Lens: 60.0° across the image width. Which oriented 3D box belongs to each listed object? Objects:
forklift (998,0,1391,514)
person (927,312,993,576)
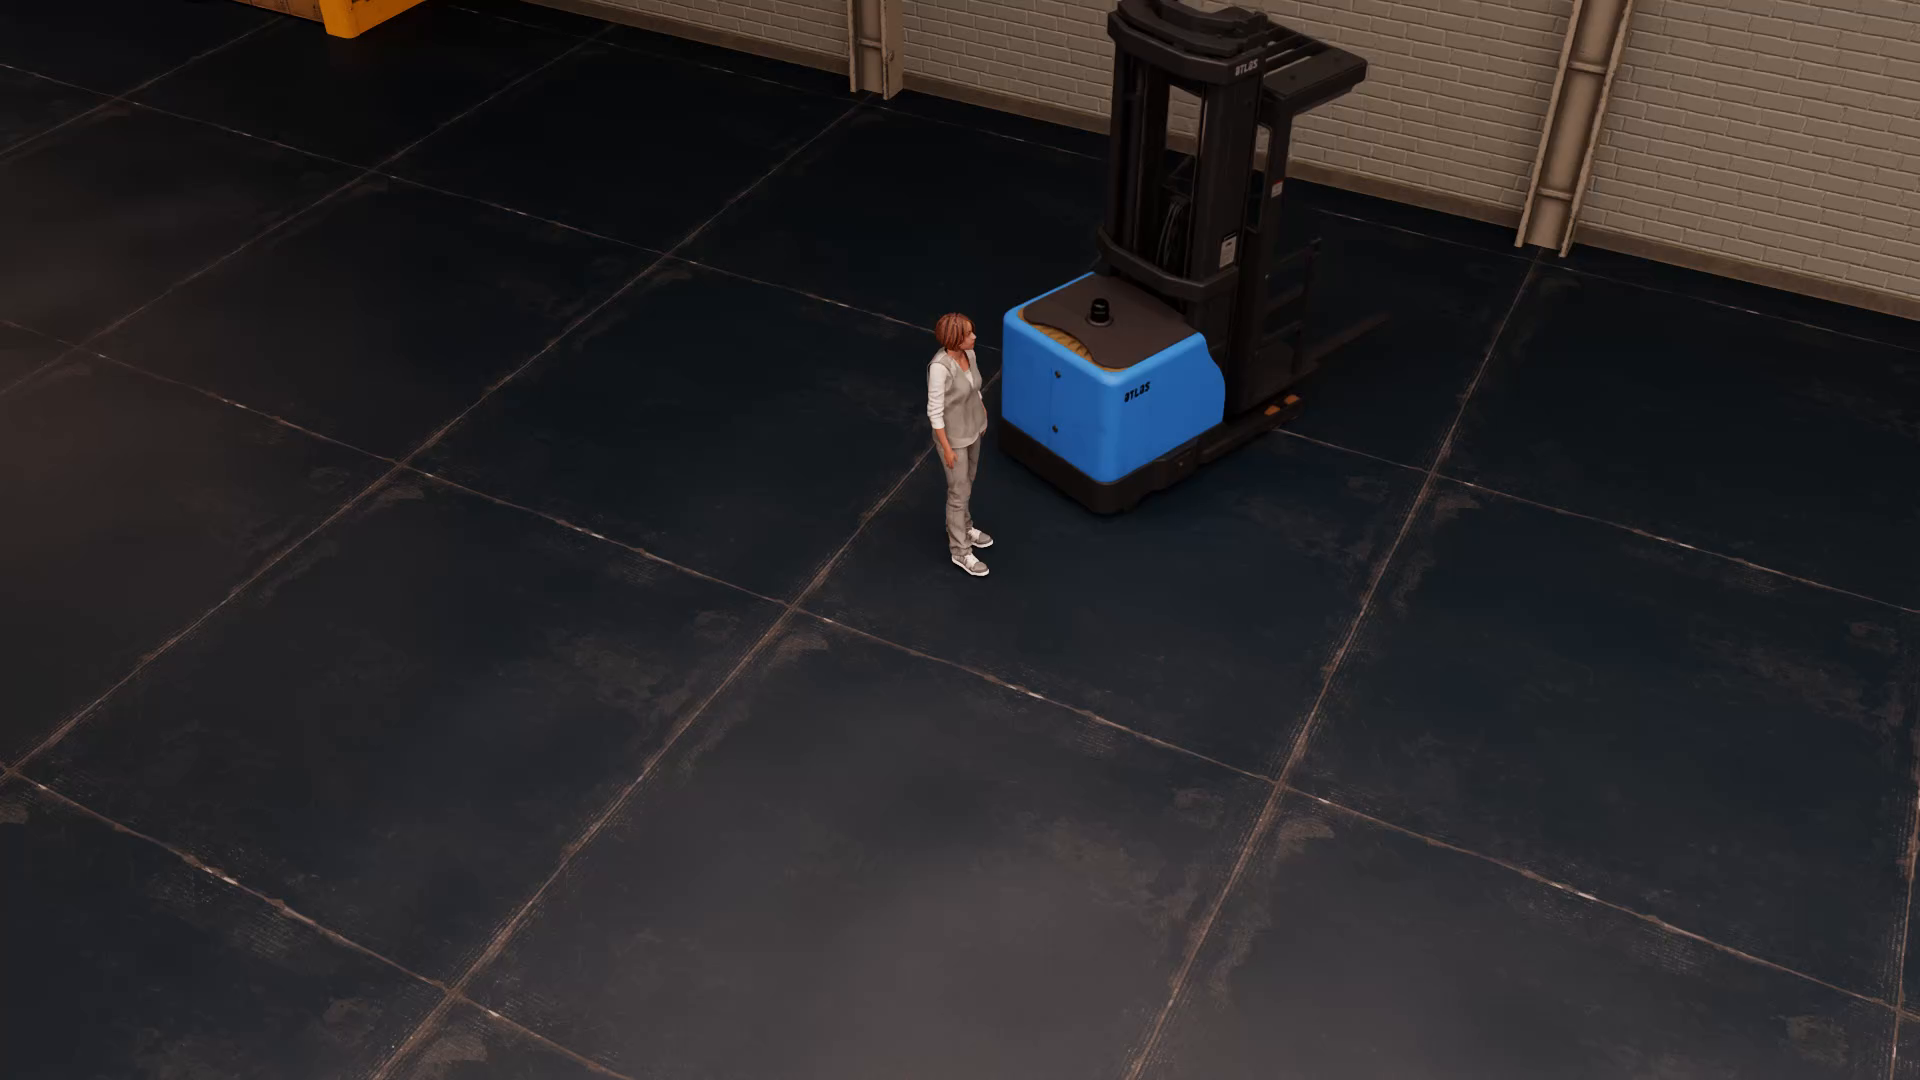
[{"bbox_3d":[1.701,-2.085,10.463,3.031,2.935,1.130,-29,48,-30],"label":"forklift"},{"bbox_3d":[0.060,-0.586,9.707,0.472,1.600,0.520,18,43,21],"label":"person"}]
